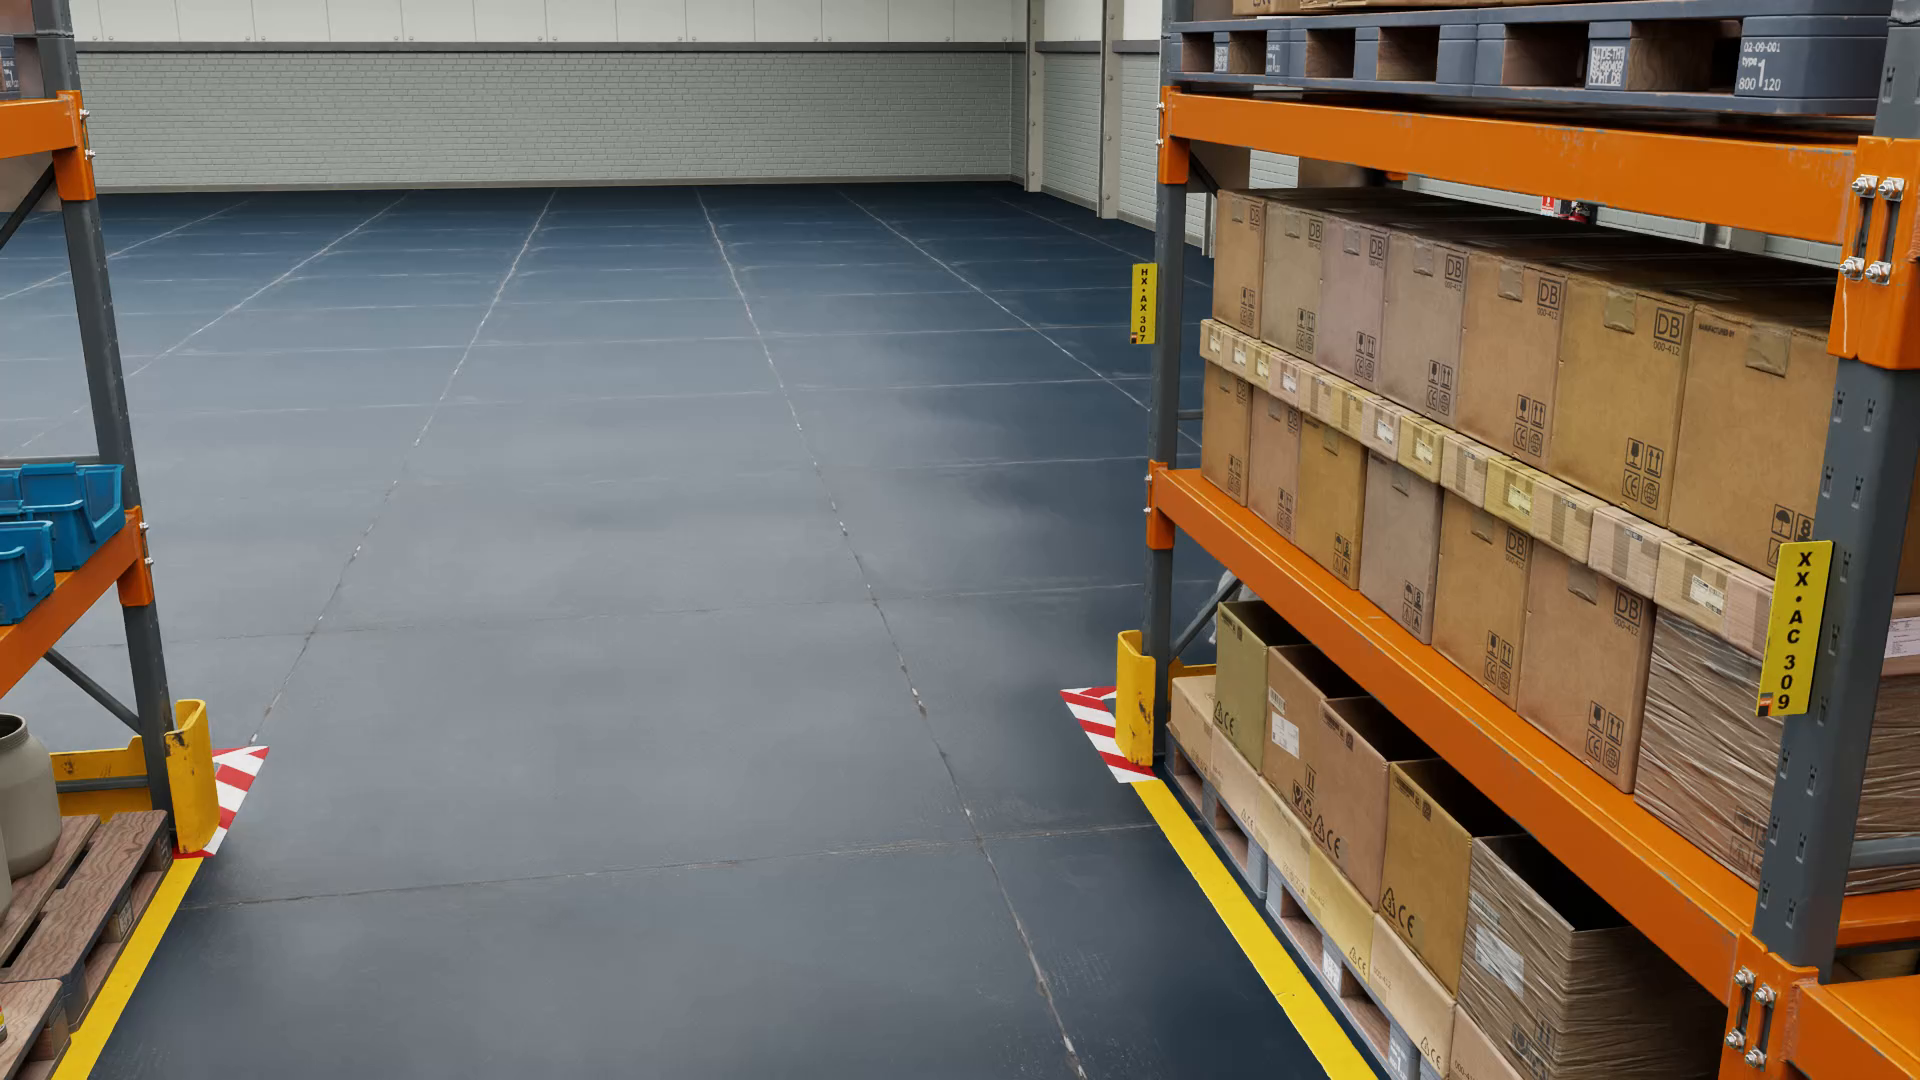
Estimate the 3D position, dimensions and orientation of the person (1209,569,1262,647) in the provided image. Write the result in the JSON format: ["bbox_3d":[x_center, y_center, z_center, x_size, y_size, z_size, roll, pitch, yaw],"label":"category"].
[{"bbox_3d":[1.468,-0.185,8.229,0.367,1.733,0.475,-1,16,-2],"label":"person"}]
